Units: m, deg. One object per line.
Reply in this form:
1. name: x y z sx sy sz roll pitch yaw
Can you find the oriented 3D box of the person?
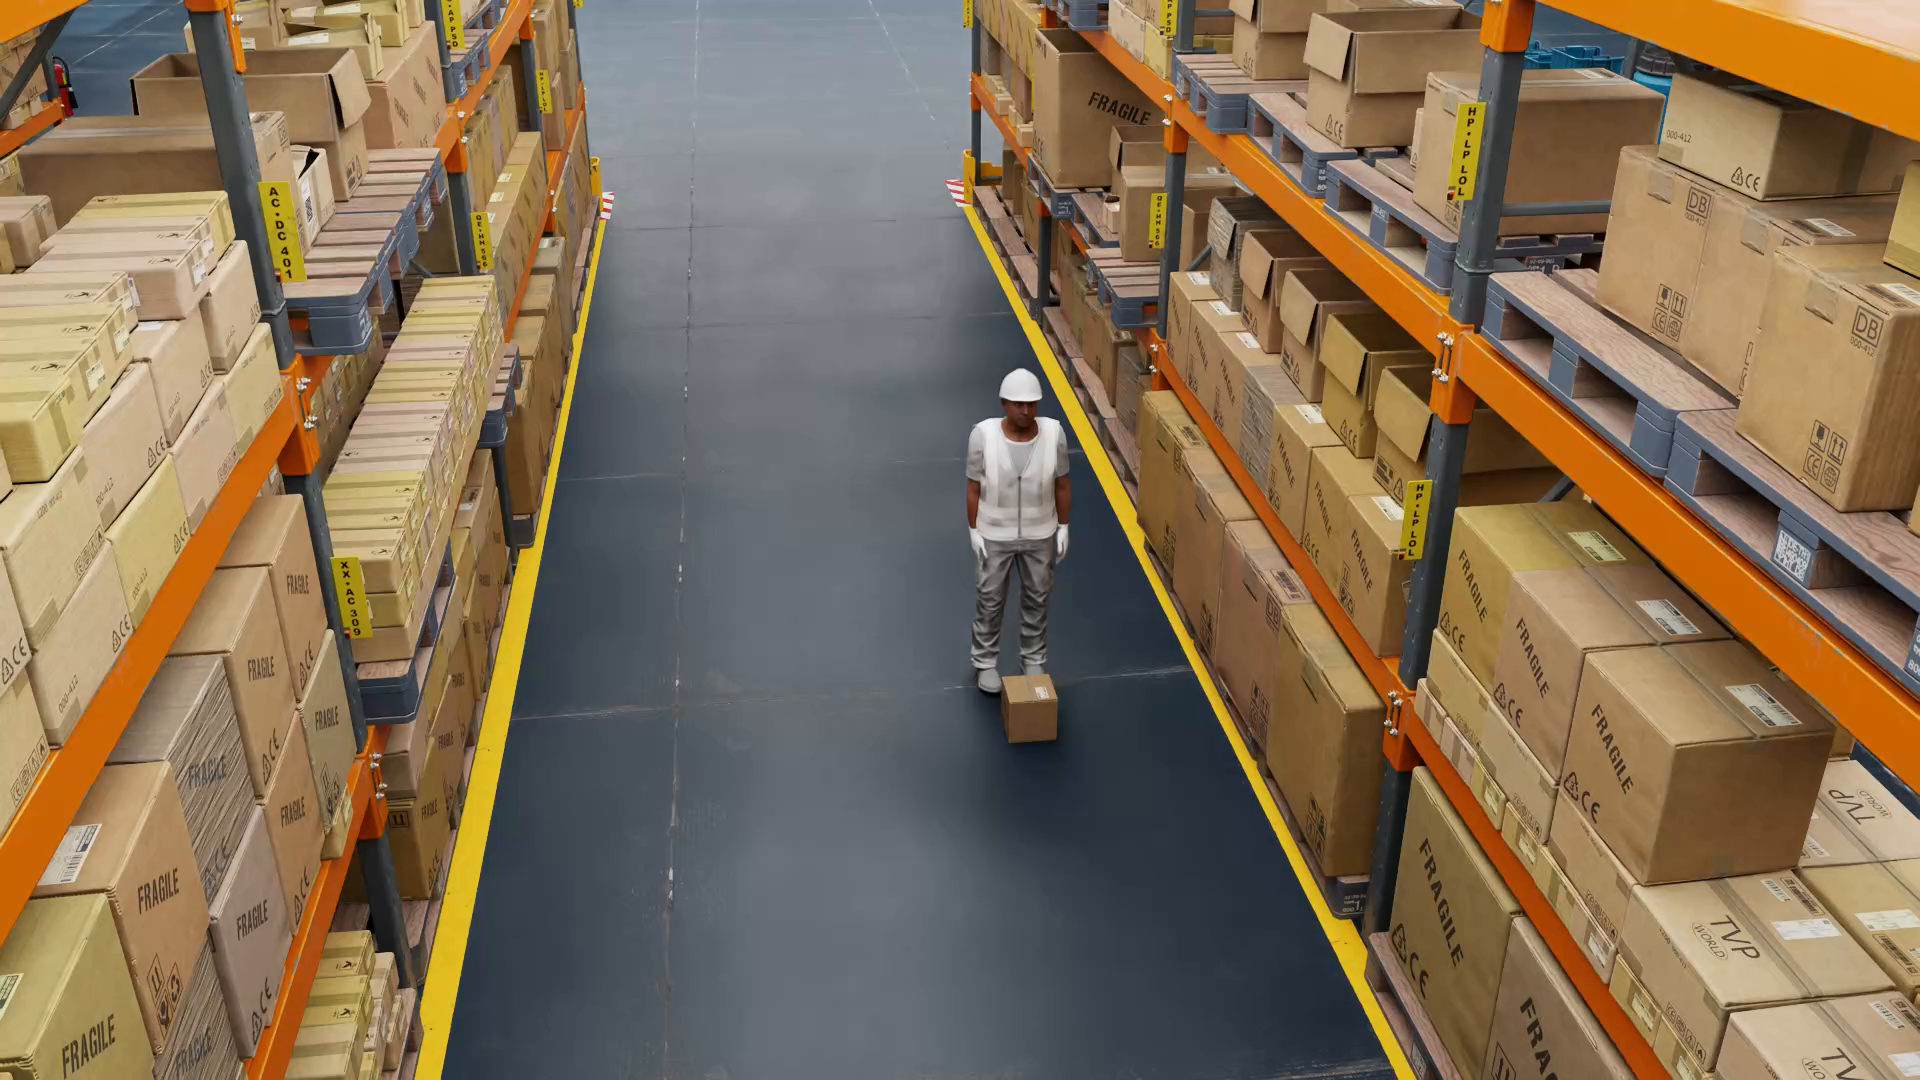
1. person: 0.305 -0.040 8.672 0.545 1.785 0.355 -3 27 -6
